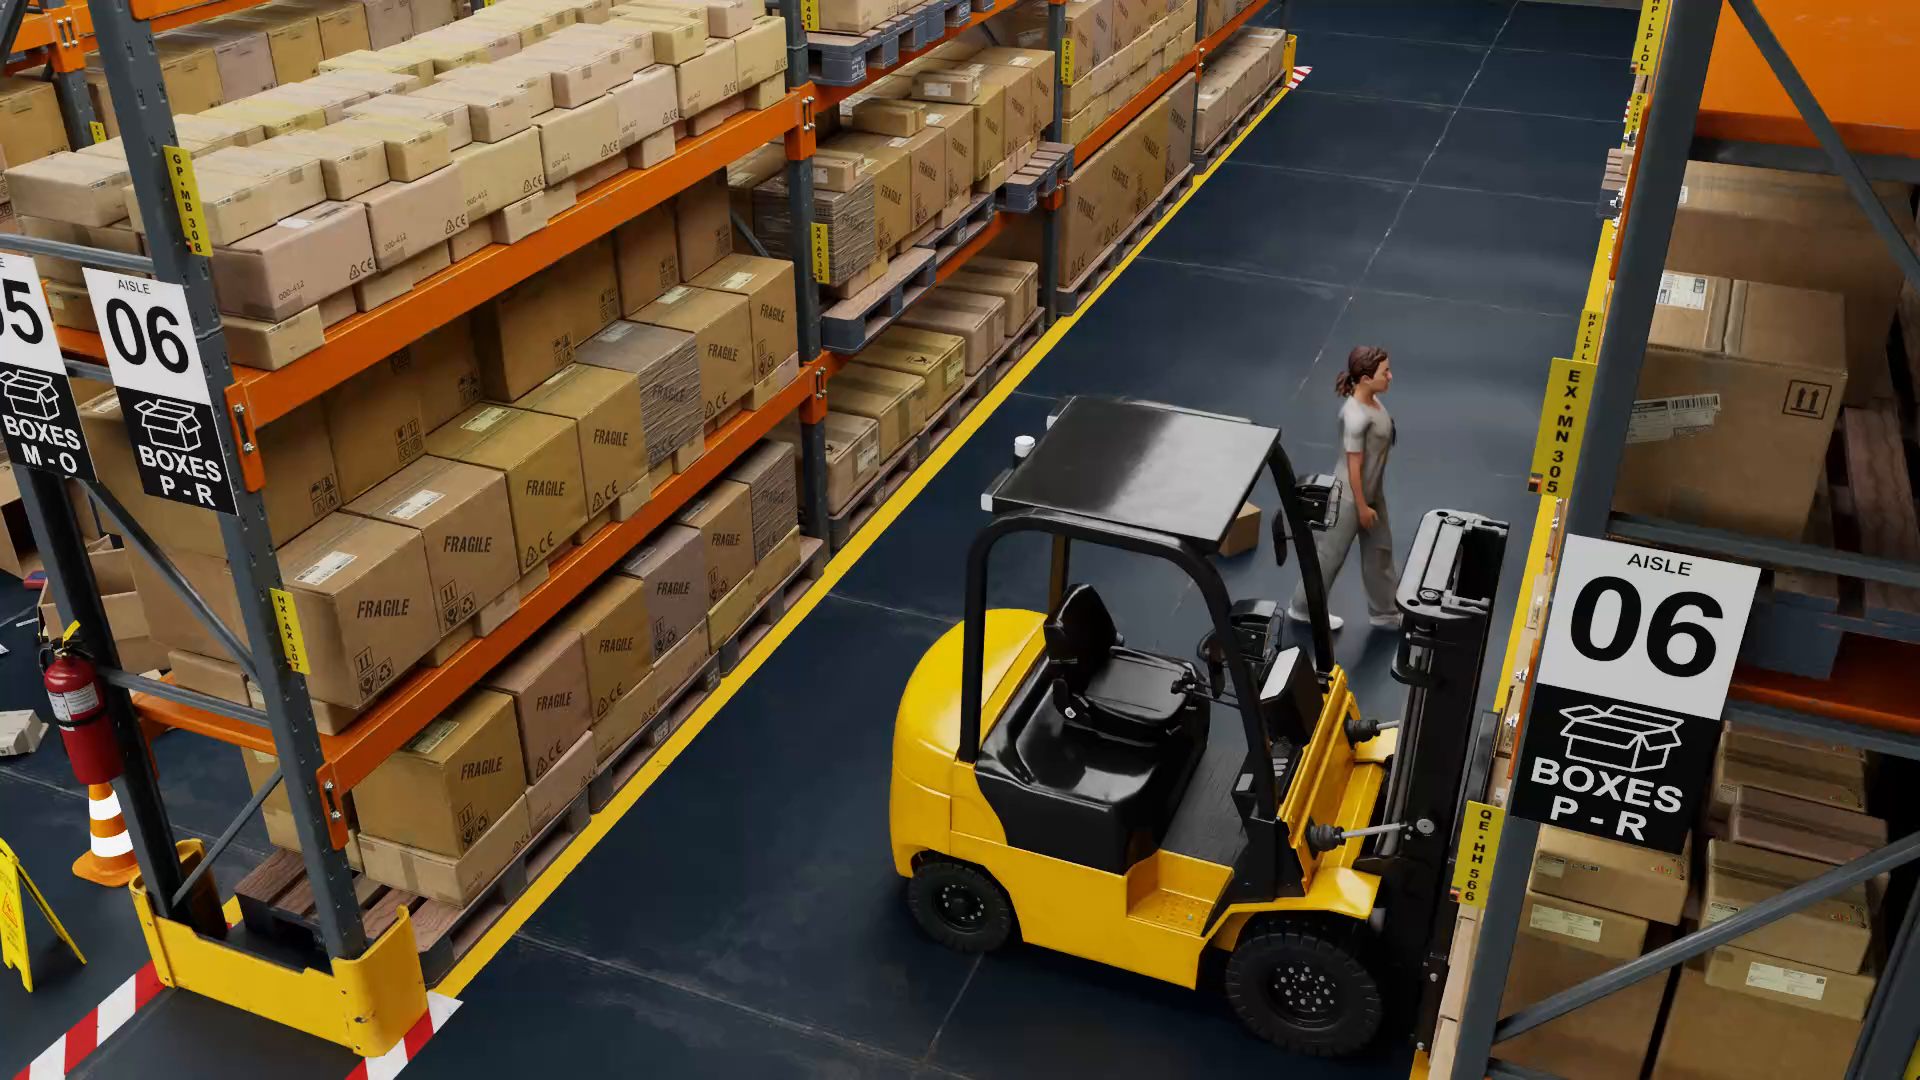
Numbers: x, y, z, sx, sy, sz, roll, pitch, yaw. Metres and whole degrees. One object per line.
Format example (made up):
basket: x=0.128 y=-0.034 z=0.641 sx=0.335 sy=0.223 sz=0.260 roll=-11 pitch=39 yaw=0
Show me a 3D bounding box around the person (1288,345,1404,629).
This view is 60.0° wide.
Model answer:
person: x=2.178 y=-0.232 z=8.789 sx=0.733 sy=1.661 sz=0.448 roll=12 pitch=32 yaw=20
